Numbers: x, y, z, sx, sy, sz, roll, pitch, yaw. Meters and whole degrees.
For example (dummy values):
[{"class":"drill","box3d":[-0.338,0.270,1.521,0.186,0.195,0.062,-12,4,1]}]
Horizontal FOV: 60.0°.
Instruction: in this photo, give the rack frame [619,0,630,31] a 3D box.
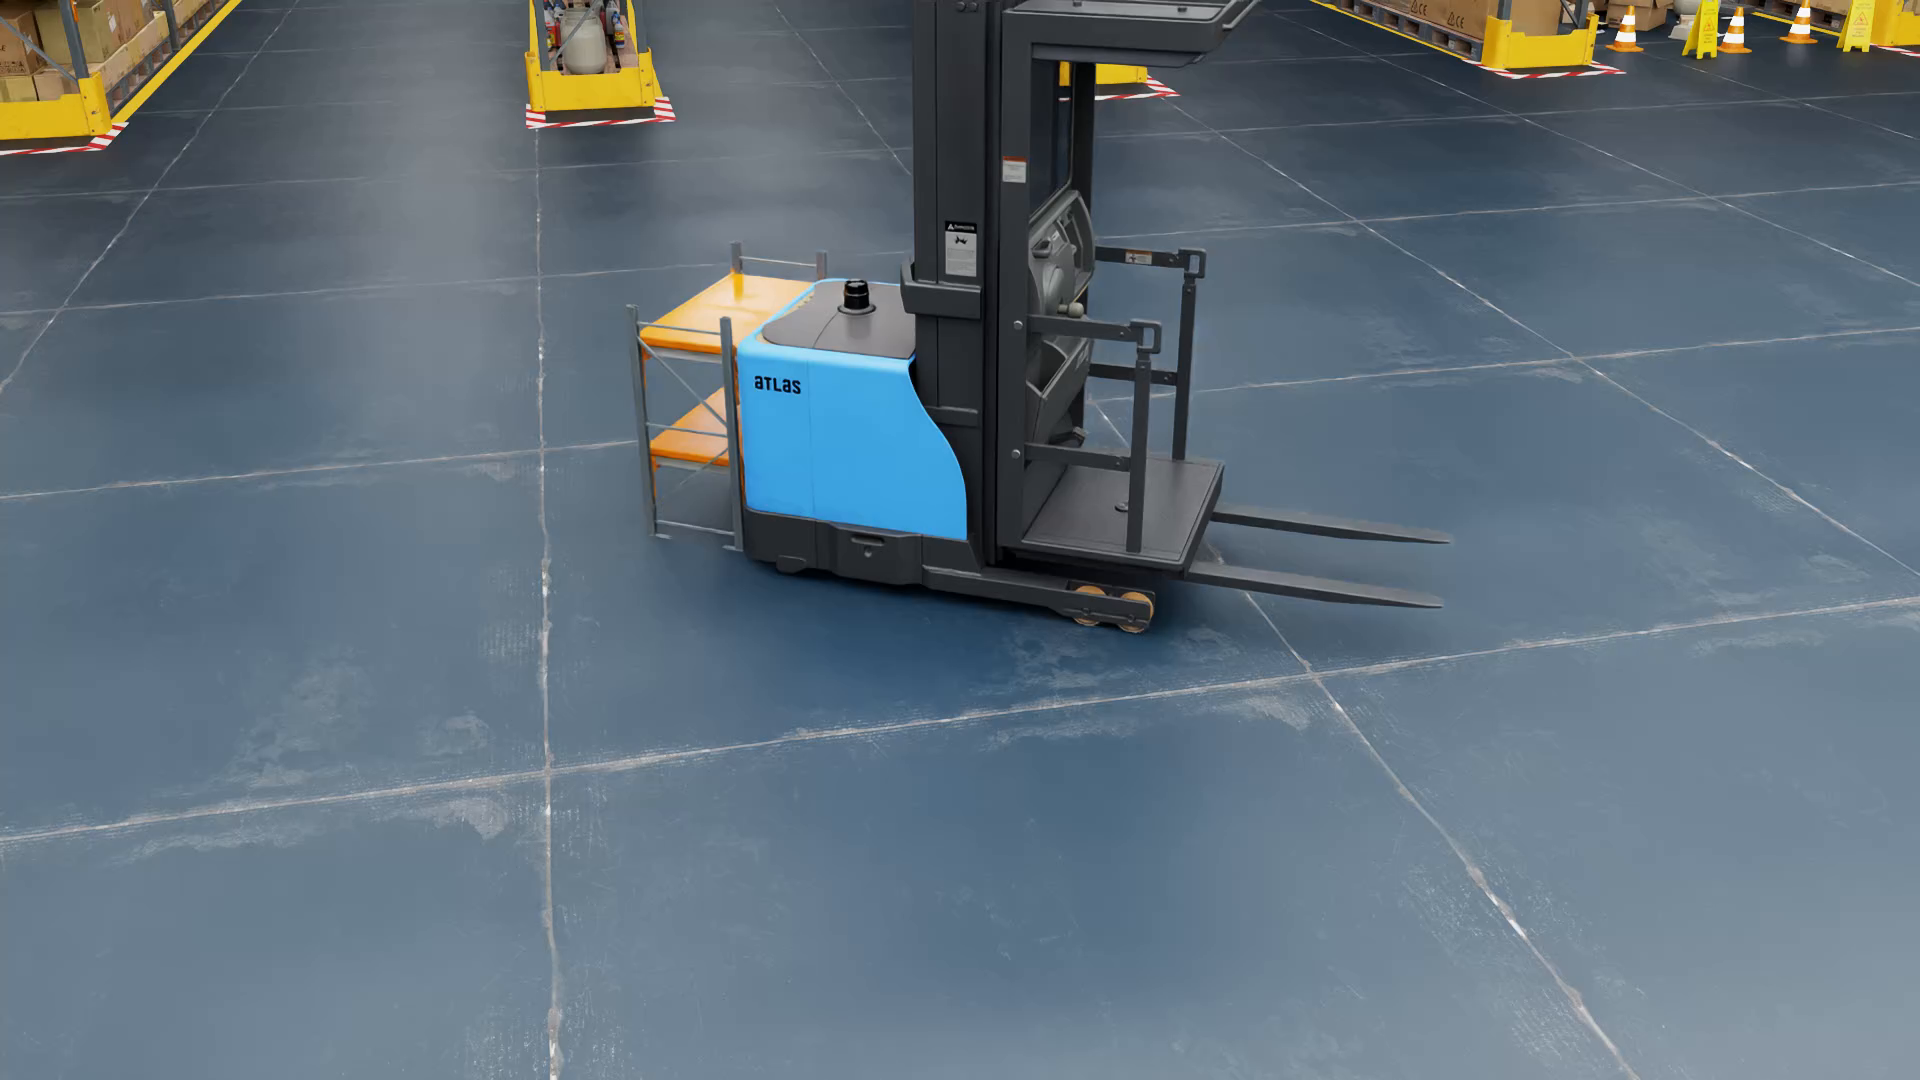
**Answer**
[{"class":"rack frame","box3d":[-4.384,-7.272,18.829,1.000,3.000,0.127,-6,27,-12]}]

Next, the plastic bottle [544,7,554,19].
[{"class":"plastic bottle","box3d":[-4.426,-5.538,17.845,0.144,0.351,0.185,-5,27,-9]}]

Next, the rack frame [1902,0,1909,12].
[{"class":"rack frame","box3d":[10.998,-7.025,18.340,1.000,3.000,0.127,-6,27,-12]}]

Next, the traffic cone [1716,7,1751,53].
[{"class":"traffic cone","box3d":[8.640,-5.689,18.507,0.336,0.463,0.334,-6,27,-12]}]

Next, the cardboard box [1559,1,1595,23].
[{"class":"cardboard box","box3d":[7.479,-6.446,20.227,0.396,0.266,0.258,-1,27,-3]}]

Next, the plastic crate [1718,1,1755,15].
[{"class":"plastic crate","box3d":[9.652,-6.705,20.946,0.402,0.080,0.583,-16,31,-29]}]

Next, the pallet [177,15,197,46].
[{"class":"pallet","box3d":[-9.415,-5.845,19.097,1.003,0.211,1.213,-6,27,-12]}]

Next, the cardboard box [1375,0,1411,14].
[{"class":"cardboard box","box3d":[5.577,-6.795,19.775,0.875,0.875,0.875,-6,27,-11]}]

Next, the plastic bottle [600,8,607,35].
[{"class":"plastic bottle","box3d":[-3.913,-5.693,18.227,0.061,0.283,0.133,-6,27,-12]}]

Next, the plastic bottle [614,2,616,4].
[{"class":"plastic bottle","box3d":[-3.837,-5.851,18.539,0.061,0.283,0.133,-4,27,-8]}]

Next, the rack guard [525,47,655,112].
[{"class":"rack guard","box3d":[-3.545,-4.429,15.969,1.175,0.500,0.348,-6,27,-12]}]

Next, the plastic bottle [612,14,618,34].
[{"class":"plastic bottle","box3d":[-3.687,-5.516,17.890,0.097,0.271,0.097,0,27,0]}]

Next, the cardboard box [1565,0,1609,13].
[{"class":"cardboard box","box3d":[7.917,-6.895,20.702,0.797,0.637,0.503,-6,27,-12]}]

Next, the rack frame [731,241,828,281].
[{"class":"rack frame","box3d":[-0.882,-0.921,8.327,0.500,1.125,0.032,9,28,18]}]

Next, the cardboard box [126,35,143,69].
[{"class":"cardboard box","box3d":[-8.550,-4.891,16.697,0.500,0.250,0.500,-6,27,-12]}]

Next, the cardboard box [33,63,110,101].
[{"class":"cardboard box","box3d":[-8.213,-4.233,15.392,0.500,0.250,0.500,-6,27,-12]}]

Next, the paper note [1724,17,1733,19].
[{"class":"paper note","box3d":[9.462,-6.423,20.442,0.142,0.019,0.148,-16,31,-29]}]

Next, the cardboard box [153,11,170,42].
[{"class":"cardboard box","box3d":[-8.893,-5.549,18.001,0.500,0.250,0.500,-6,27,-12]}]

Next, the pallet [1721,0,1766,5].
[{"class":"pallet","box3d":[10.283,-7.245,21.870,1.003,0.211,1.213,-6,27,-12]}]

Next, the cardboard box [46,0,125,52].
[{"class":"cardboard box","box3d":[-8.453,-5.005,16.090,0.500,0.500,0.500,-6,27,-12]}]

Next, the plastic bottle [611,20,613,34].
[{"class":"plastic bottle","box3d":[-3.756,-5.619,18.171,0.097,0.201,0.097,0,27,0]}]

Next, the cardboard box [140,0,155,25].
[{"class":"cardboard box","box3d":[-8.792,-5.663,17.395,0.500,0.500,0.500,-6,27,-12]}]

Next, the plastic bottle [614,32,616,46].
[{"class":"plastic bottle","box3d":[-3.611,-5.336,17.611,0.097,0.201,0.097,0,27,0]}]

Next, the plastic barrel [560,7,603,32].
[{"class":"plastic barrel","box3d":[-3.818,-5.094,16.809,0.421,0.512,0.421,0,27,0]}]

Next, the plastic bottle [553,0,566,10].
[{"class":"plastic bottle","box3d":[-4.466,-5.904,18.570,0.144,0.351,0.185,-6,27,-12]}]

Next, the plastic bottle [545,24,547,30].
[{"class":"plastic bottle","box3d":[-4.368,-5.311,17.470,0.061,0.283,0.133,-5,27,-10]}]

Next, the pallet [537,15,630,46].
[{"class":"pallet","box3d":[-4.273,-5.728,18.864,1.003,0.211,1.213,-6,27,-12]}]

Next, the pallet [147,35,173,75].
[{"class":"pallet","box3d":[-9.072,-5.172,17.763,1.003,0.211,1.213,-6,27,-12]}]

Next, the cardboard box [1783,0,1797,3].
[{"class":"cardboard box","box3d":[10.322,-6.770,20.420,0.500,0.250,0.500,-7,28,-13]}]

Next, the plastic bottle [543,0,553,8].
[{"class":"plastic bottle","box3d":[-4.606,-5.889,18.541,0.144,0.351,0.185,-5,27,-10]}]

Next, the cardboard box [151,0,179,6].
[{"class":"cardboard box","box3d":[-9.061,-6.188,18.643,0.500,0.311,0.500,-6,27,-11]}]

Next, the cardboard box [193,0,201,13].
[{"class":"cardboard box","box3d":[-9.293,-6.385,19.656,0.500,0.250,0.500,-7,28,-13]}]

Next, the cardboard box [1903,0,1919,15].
[{"class":"cardboard box","box3d":[11.086,-6.367,19.622,0.500,0.250,0.500,-6,27,-12]}]

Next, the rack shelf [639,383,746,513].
[{"class":"rack shelf","box3d":[-1.053,-0.487,8.010,0.538,0.278,1.000,9,28,18]}]

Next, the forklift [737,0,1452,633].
[{"class":"forklift","box3d":[0.611,-1.188,6.852,3.031,2.935,1.130,8,28,16]}]

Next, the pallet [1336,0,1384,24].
[{"class":"pallet","box3d":[5.392,-6.648,20.686,1.003,0.211,1.213,-6,27,-12]}]

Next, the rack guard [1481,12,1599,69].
[{"class":"rack guard","box3d":[6.204,-5.352,17.798,1.175,0.500,0.348,-6,27,-12]}]

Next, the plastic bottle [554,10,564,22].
[{"class":"plastic bottle","box3d":[-4.329,-5.613,18.075,0.152,0.276,0.135,-6,27,-12]}]

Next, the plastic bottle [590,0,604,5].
[{"class":"plastic bottle","box3d":[-4.098,-6.018,18.795,0.144,0.351,0.185,-6,27,-12]}]

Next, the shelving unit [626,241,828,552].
[{"class":"shelving unit","box3d":[-1.053,-0.706,7.899,0.538,1.125,1.048,9,28,18]}]

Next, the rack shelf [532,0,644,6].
[{"class":"rack shelf","box3d":[-3.933,-6.073,17.251,1.077,0.370,4.000,-6,27,-12]}]
